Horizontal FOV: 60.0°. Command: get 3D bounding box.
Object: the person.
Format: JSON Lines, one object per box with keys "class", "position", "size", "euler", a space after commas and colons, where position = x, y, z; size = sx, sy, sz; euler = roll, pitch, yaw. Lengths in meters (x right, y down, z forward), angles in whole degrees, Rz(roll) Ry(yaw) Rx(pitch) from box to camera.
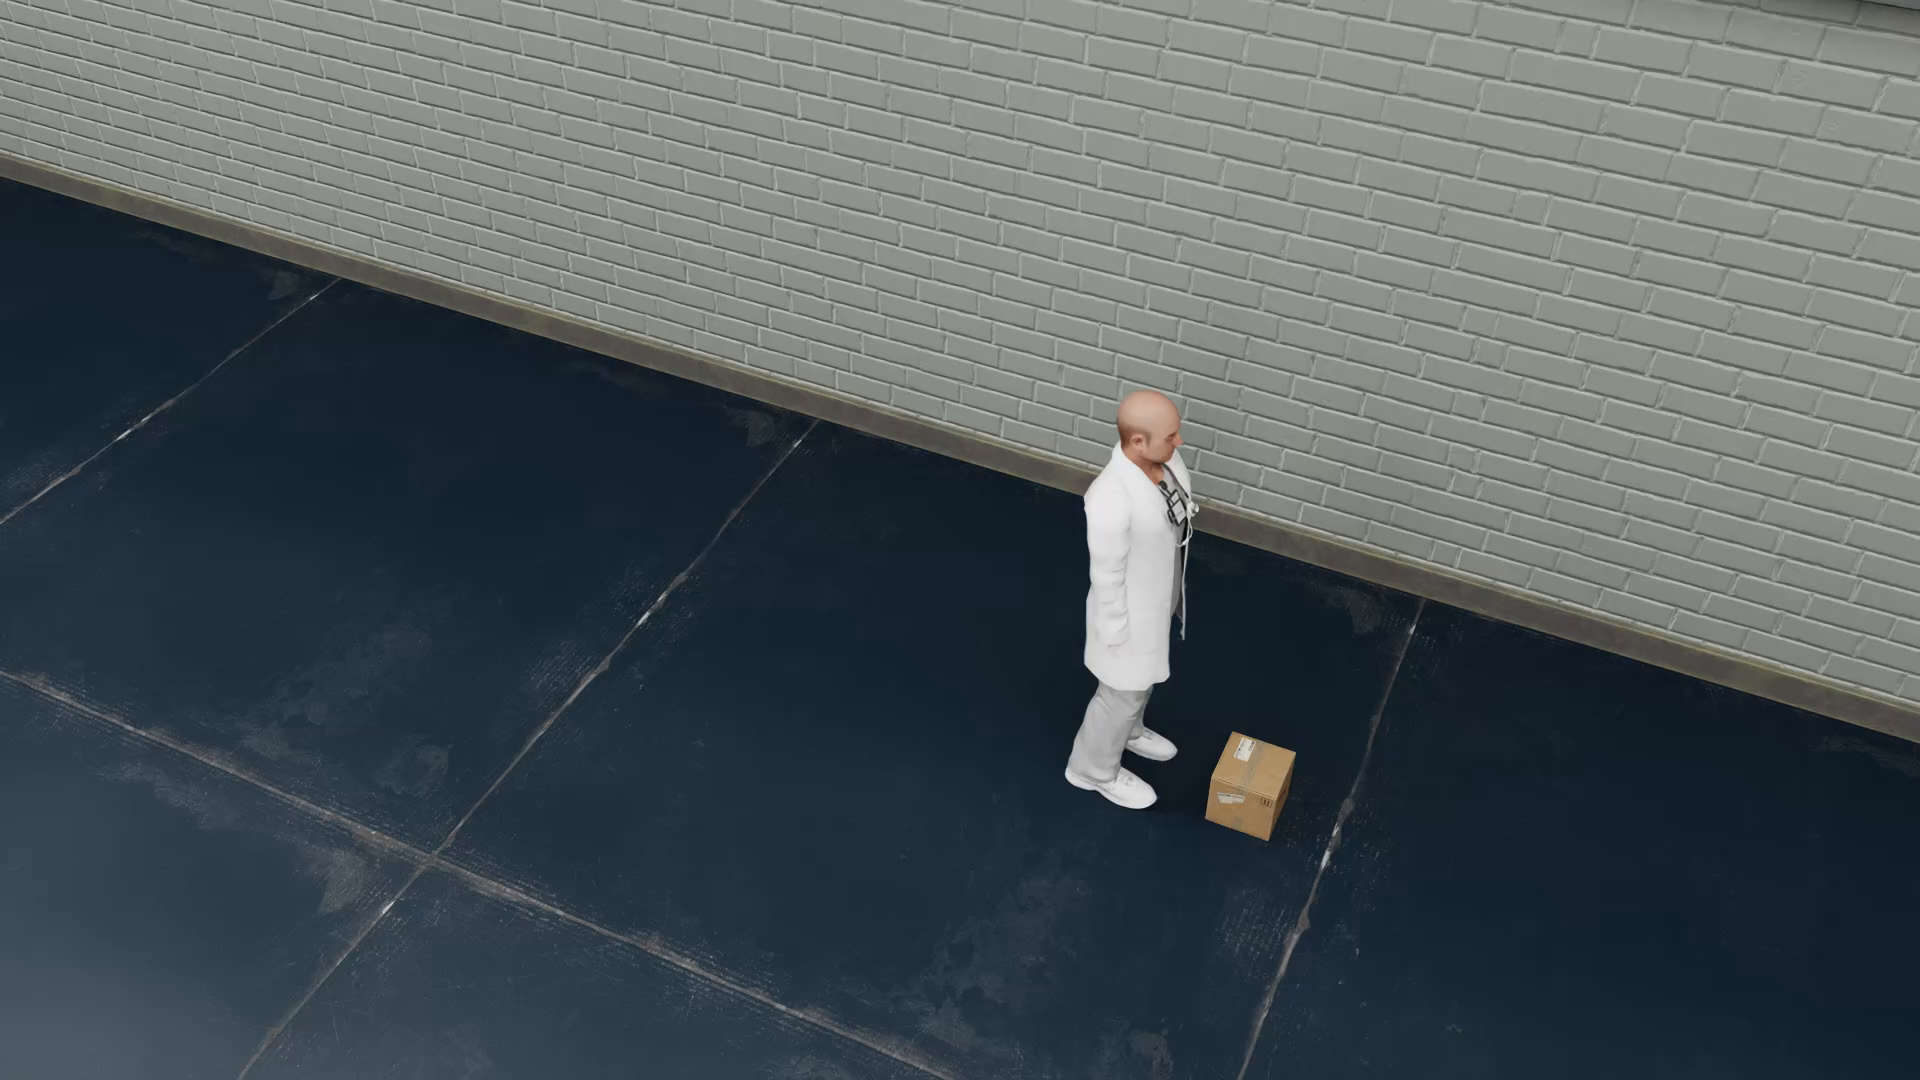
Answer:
{"class": "person", "position": [0.639, 0.210, 5.941], "size": [0.394, 1.782, 0.562], "euler": [18, 45, 19]}
